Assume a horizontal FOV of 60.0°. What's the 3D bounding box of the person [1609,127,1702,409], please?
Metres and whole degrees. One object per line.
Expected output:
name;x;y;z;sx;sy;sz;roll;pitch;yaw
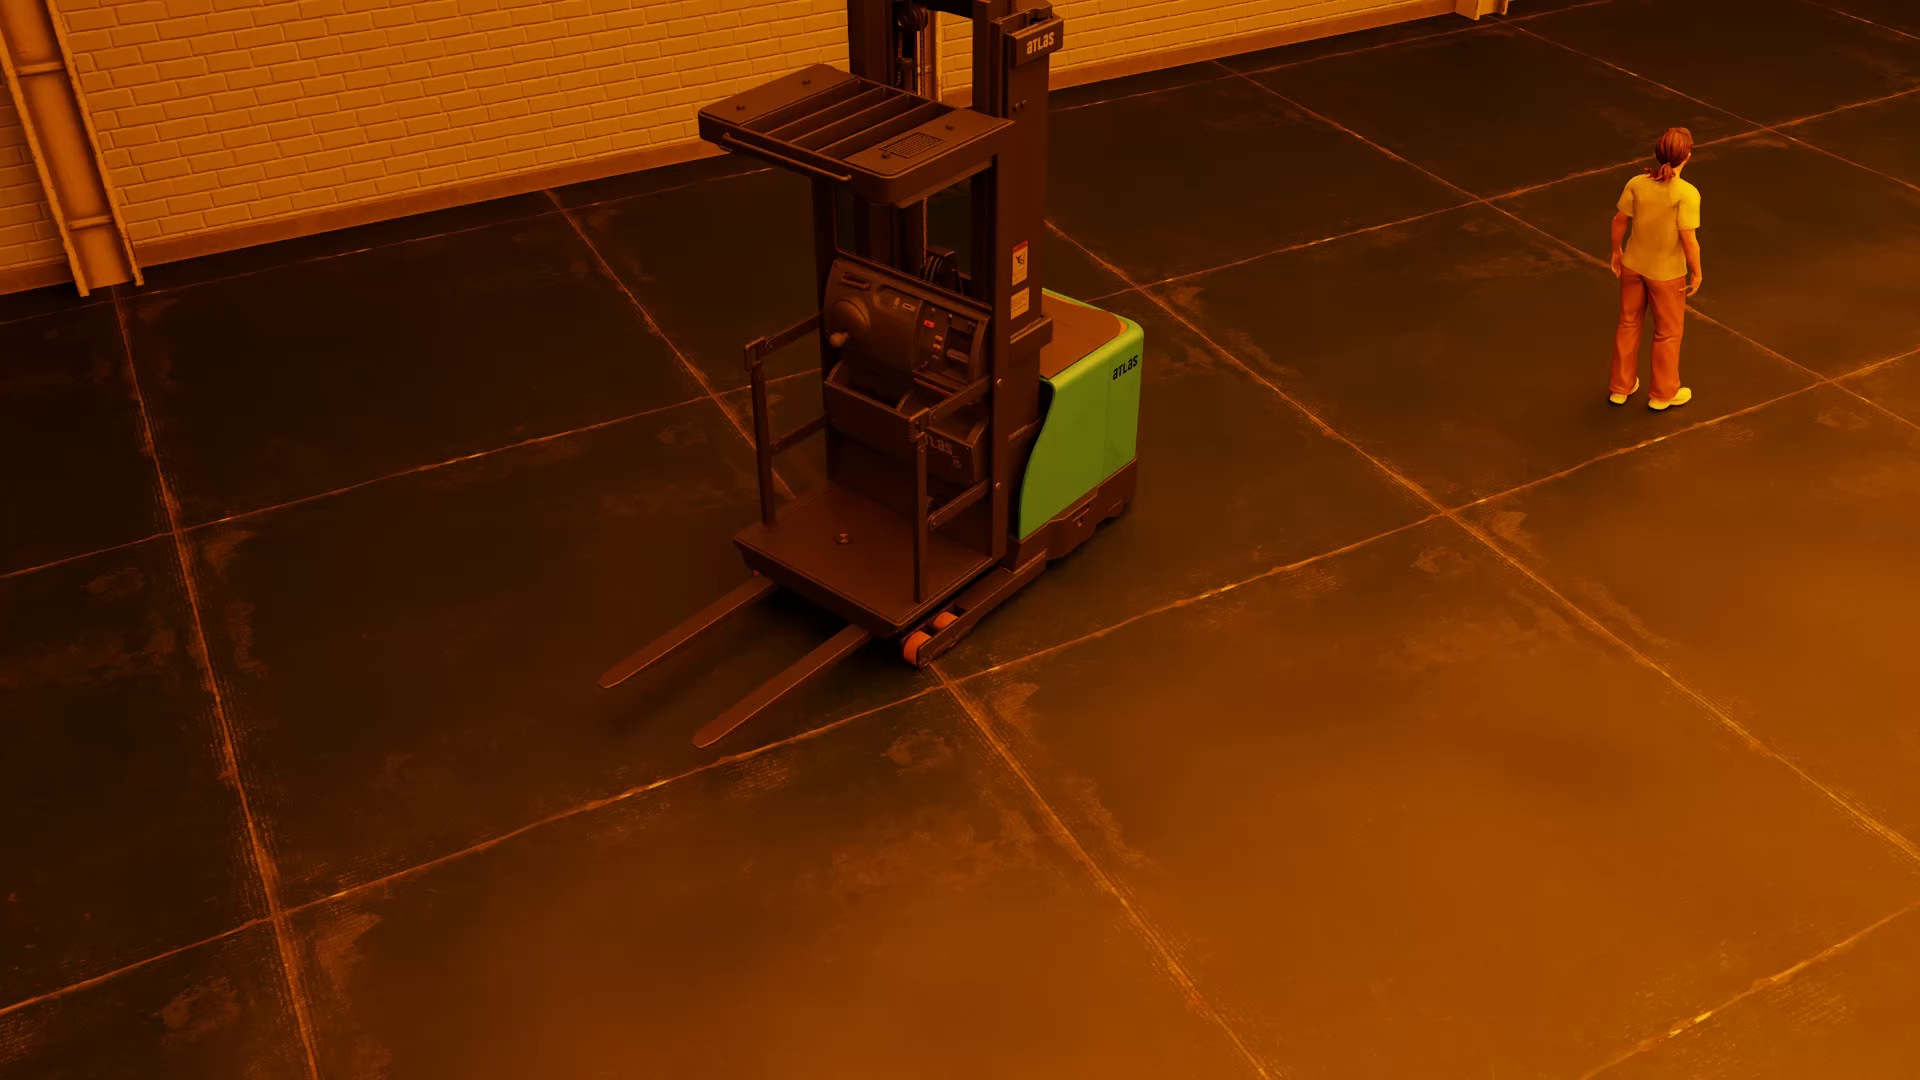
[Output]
person;3.948;-1.536;9.371;0.549;1.674;0.552;-26;43;-32

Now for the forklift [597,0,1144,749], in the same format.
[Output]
forklift;-0.390;-0.927;7.434;1.130;2.935;3.031;26;43;31
